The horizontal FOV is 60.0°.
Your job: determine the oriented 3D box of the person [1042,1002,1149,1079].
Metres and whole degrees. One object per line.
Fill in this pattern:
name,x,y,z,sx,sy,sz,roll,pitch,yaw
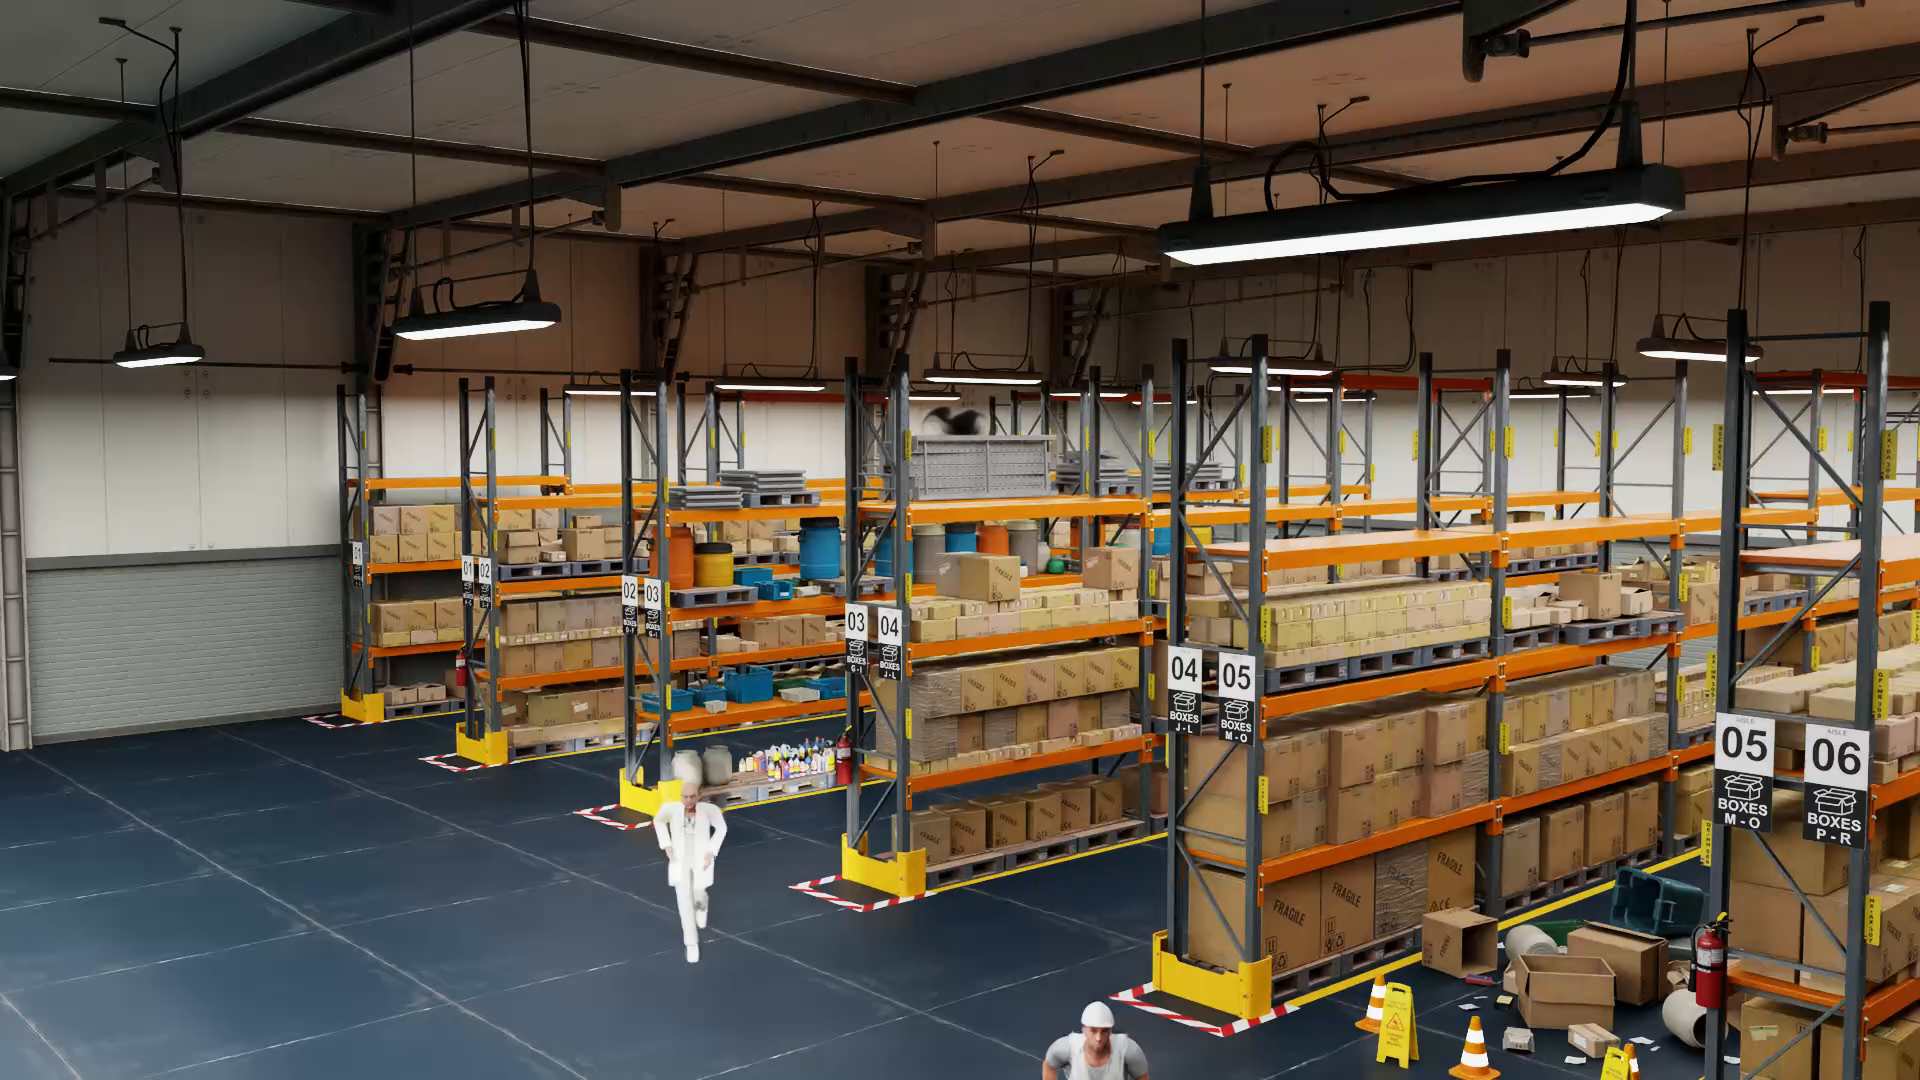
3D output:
person,0.845,3.646,10.397,0.655,1.717,0.842,0,4,-2

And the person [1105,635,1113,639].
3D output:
person,3.007,1.983,32.508,0.865,1.633,0.539,-3,5,-41

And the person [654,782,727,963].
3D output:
person,-2.680,3.212,16.595,0.725,1.720,1.112,0,4,-1
